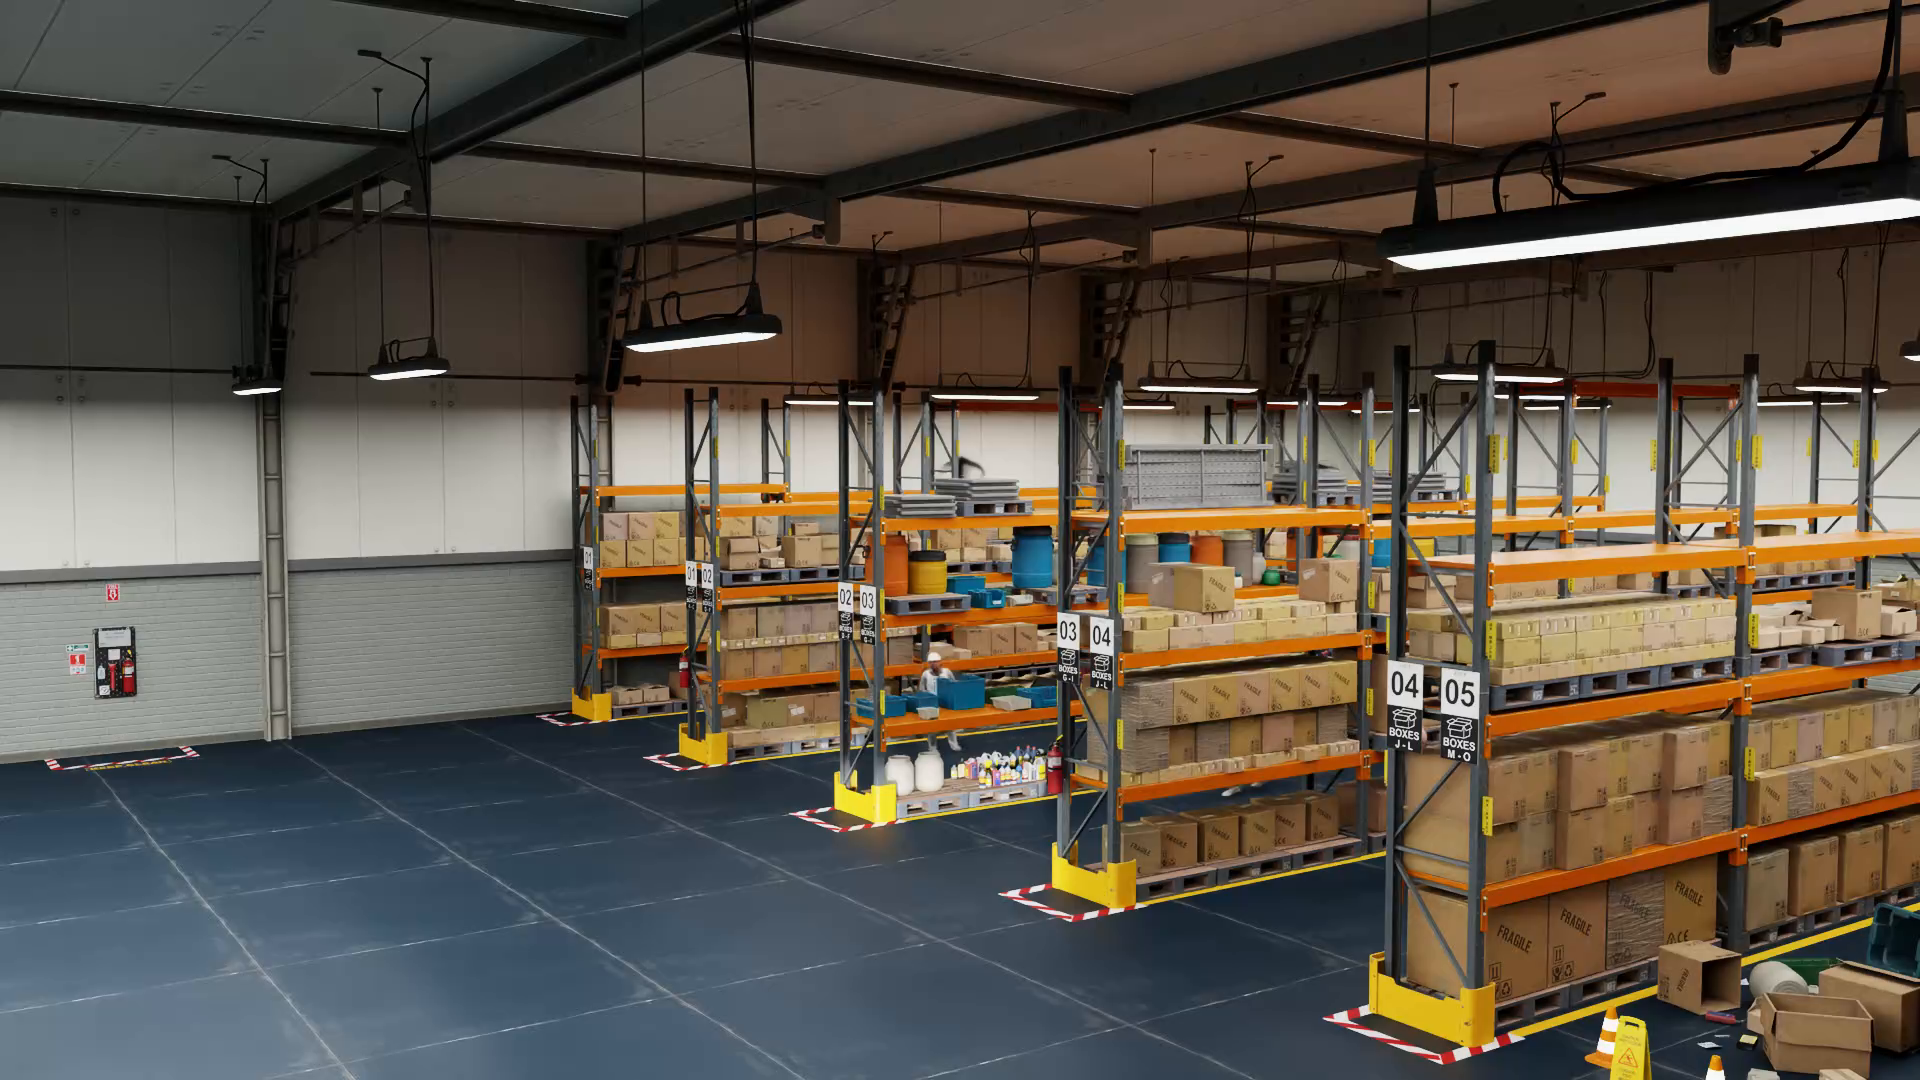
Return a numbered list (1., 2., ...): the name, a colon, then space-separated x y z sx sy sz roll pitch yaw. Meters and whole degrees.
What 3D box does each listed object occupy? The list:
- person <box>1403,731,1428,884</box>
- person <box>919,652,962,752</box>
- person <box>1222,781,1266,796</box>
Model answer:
1. person: 5.363 3.100 19.522 0.644 1.773 0.753 -2 4 -35
2. person: -0.313 2.685 27.391 0.703 1.714 0.801 0 3 -4
3. person: 4.176 2.935 24.203 1.014 1.512 0.584 -3 4 -36
